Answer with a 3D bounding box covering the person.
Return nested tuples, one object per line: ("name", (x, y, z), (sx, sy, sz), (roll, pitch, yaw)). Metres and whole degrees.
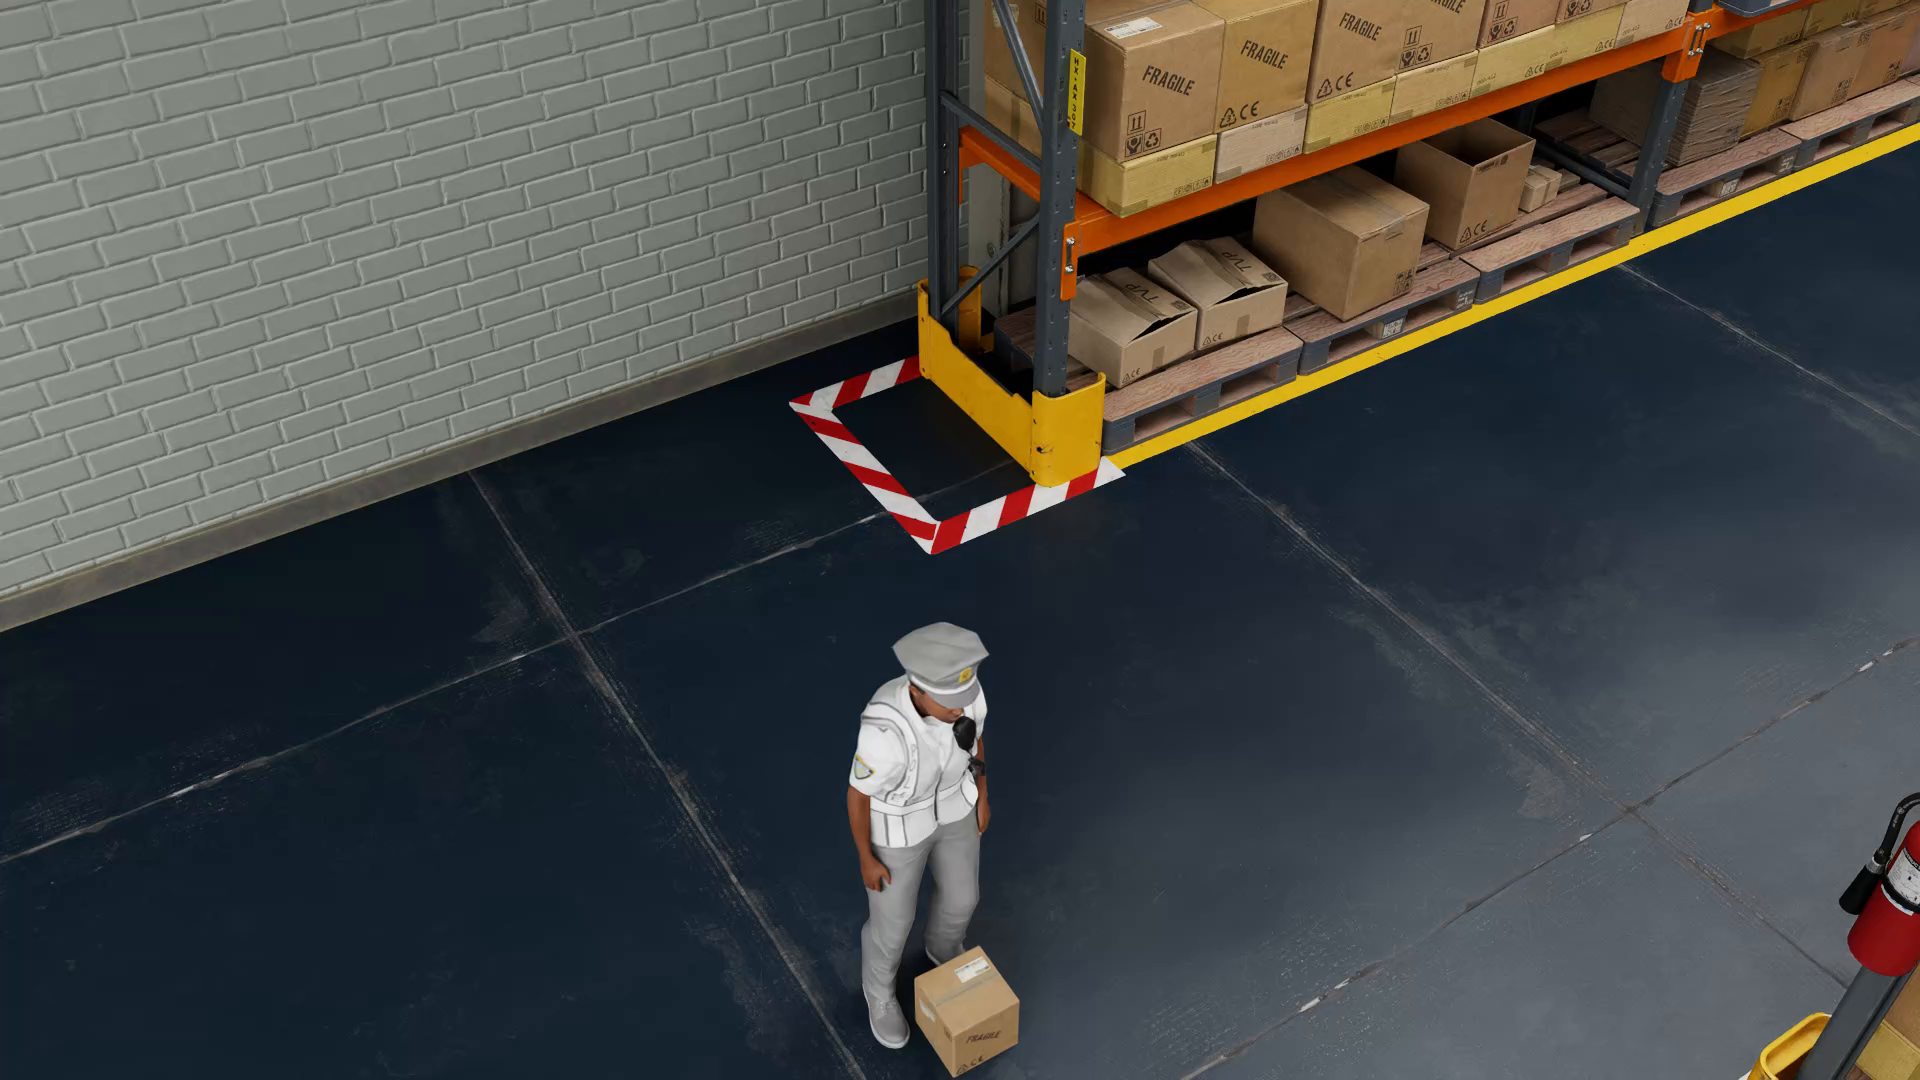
("person", (-0.119, 0.889, 5.138), (0.512, 1.656, 0.395), (-25, 47, -26))
